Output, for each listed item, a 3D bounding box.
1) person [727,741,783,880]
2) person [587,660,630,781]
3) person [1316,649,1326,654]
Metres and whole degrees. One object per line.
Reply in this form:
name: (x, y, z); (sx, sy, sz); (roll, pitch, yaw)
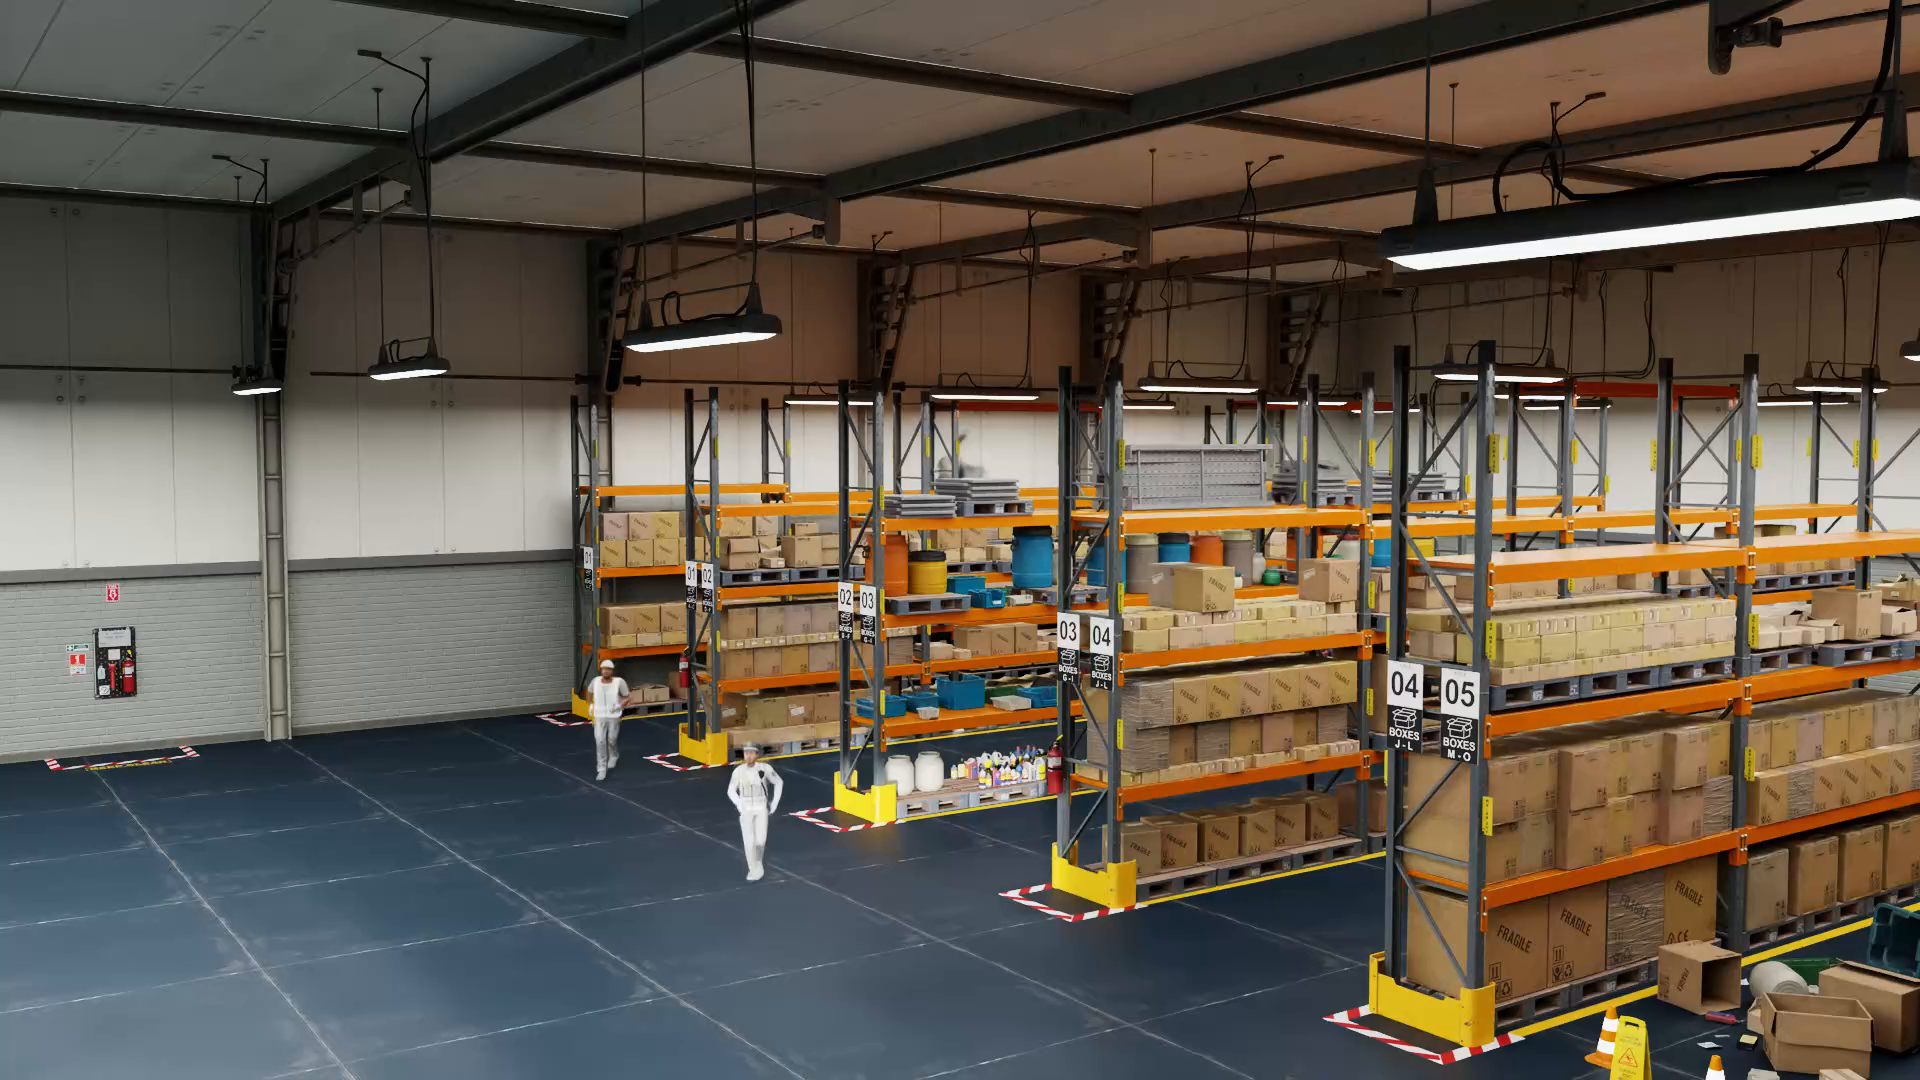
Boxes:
person: (-2.402, 3.164, 19.405); (0.629, 1.656, 0.574); (0, 3, 0)
person: (-5.415, 2.734, 25.592); (0.683, 1.796, 0.915); (0, 3, -4)
person: (6.810, 2.363, 31.777); (0.692, 1.819, 0.946); (3, 5, 42)
